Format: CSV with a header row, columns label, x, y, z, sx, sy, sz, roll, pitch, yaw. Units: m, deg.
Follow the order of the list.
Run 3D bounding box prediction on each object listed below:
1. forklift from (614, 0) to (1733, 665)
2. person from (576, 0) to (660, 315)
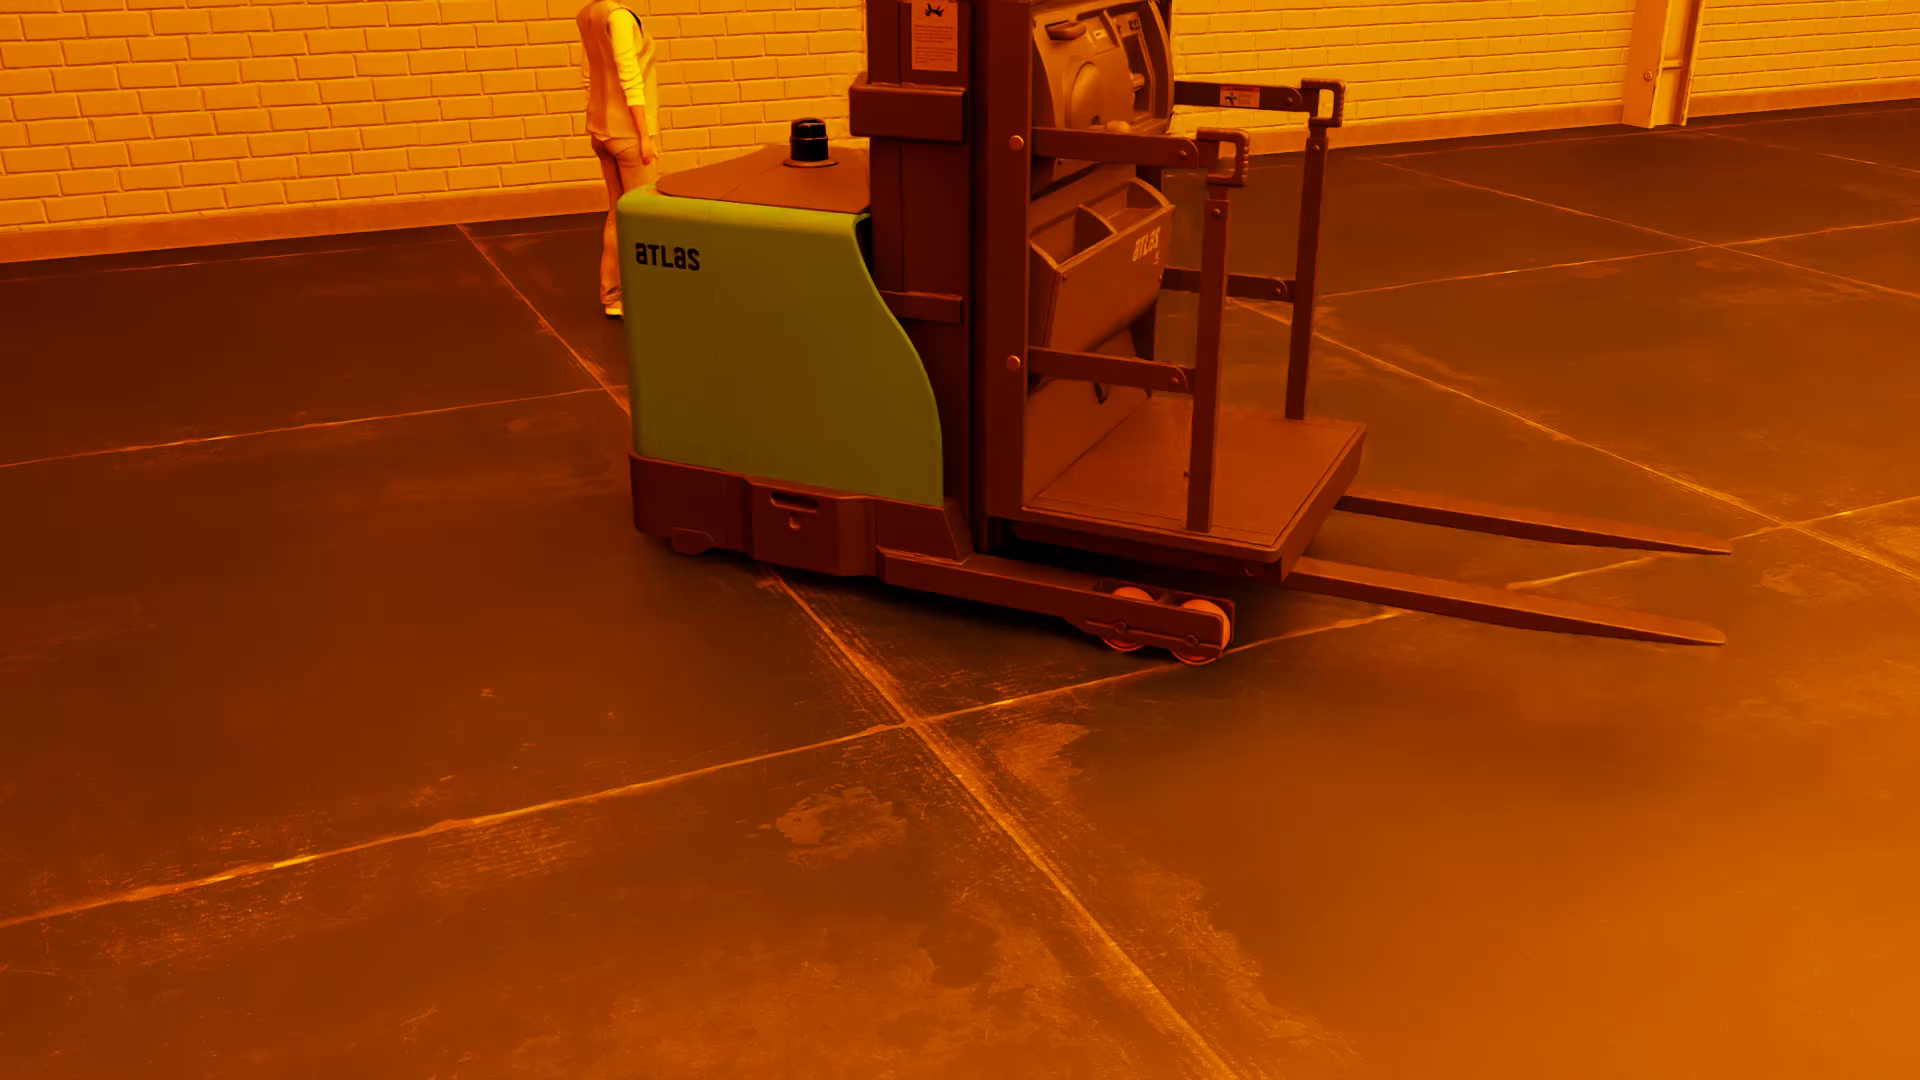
label,x,y,z,sx,sy,sz,roll,pitch,yaw
forklift,0.572,-1.260,4.320,3.031,2.935,1.130,10,25,23
person,-1.448,-1.756,7.249,0.329,1.602,0.444,-17,28,-35
